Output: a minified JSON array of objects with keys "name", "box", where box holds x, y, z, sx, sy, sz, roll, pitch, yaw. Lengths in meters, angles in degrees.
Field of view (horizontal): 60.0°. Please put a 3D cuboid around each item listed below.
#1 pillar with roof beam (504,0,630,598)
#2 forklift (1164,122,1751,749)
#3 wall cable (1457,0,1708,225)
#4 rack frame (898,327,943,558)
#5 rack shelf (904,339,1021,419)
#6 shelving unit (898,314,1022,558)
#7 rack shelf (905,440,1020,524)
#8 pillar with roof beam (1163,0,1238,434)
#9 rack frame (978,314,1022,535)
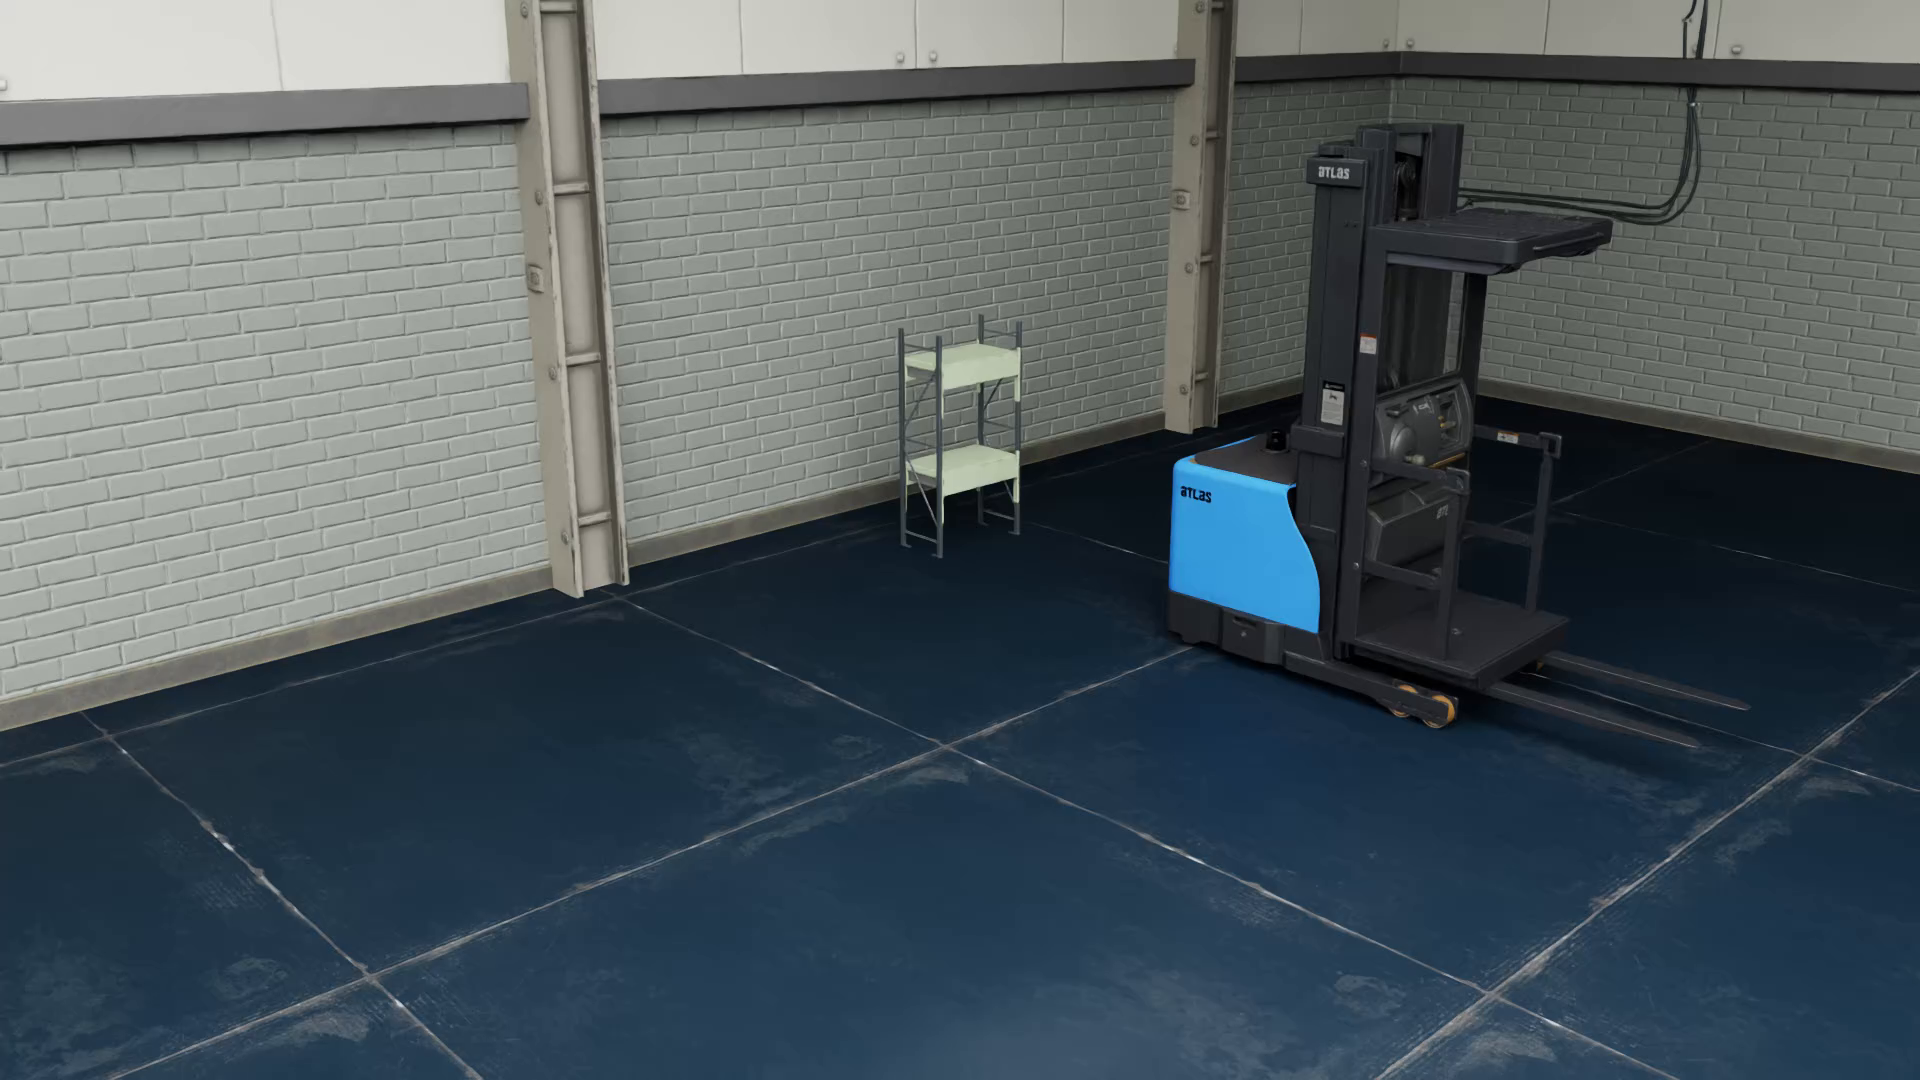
[{"name":"pillar with roof beam","box":[0.605,-3.029,6.235,0.400,9.000,9.100,-16,24,-41]},{"name":"forklift","box":[2.596,-0.611,8.618,3.031,2.935,1.130,17,24,42]},{"name":"wall cable","box":[5.056,-4.116,14.622,0.112,2.526,3.097,-16,24,-41]},{"name":"rack frame","box":[-0.261,-0.637,11.019,0.023,1.500,0.400,-16,24,-41]},{"name":"rack shelf","box":[0.005,-1.086,11.137,0.720,0.370,0.431,-16,24,-41]},{"name":"shelving unit","box":[0.005,-0.715,11.258,0.755,1.500,0.431,-16,24,-41]},{"name":"rack shelf","box":[0.005,-0.405,11.358,0.720,0.370,0.431,-16,24,-41]},{"name":"pillar with roof beam","box":[4.964,-4.300,10.156,0.400,9.000,9.100,-16,24,-41]},{"name":"rack frame","box":[0.271,-0.792,11.497,0.023,1.500,0.400,-16,24,-41]}]
